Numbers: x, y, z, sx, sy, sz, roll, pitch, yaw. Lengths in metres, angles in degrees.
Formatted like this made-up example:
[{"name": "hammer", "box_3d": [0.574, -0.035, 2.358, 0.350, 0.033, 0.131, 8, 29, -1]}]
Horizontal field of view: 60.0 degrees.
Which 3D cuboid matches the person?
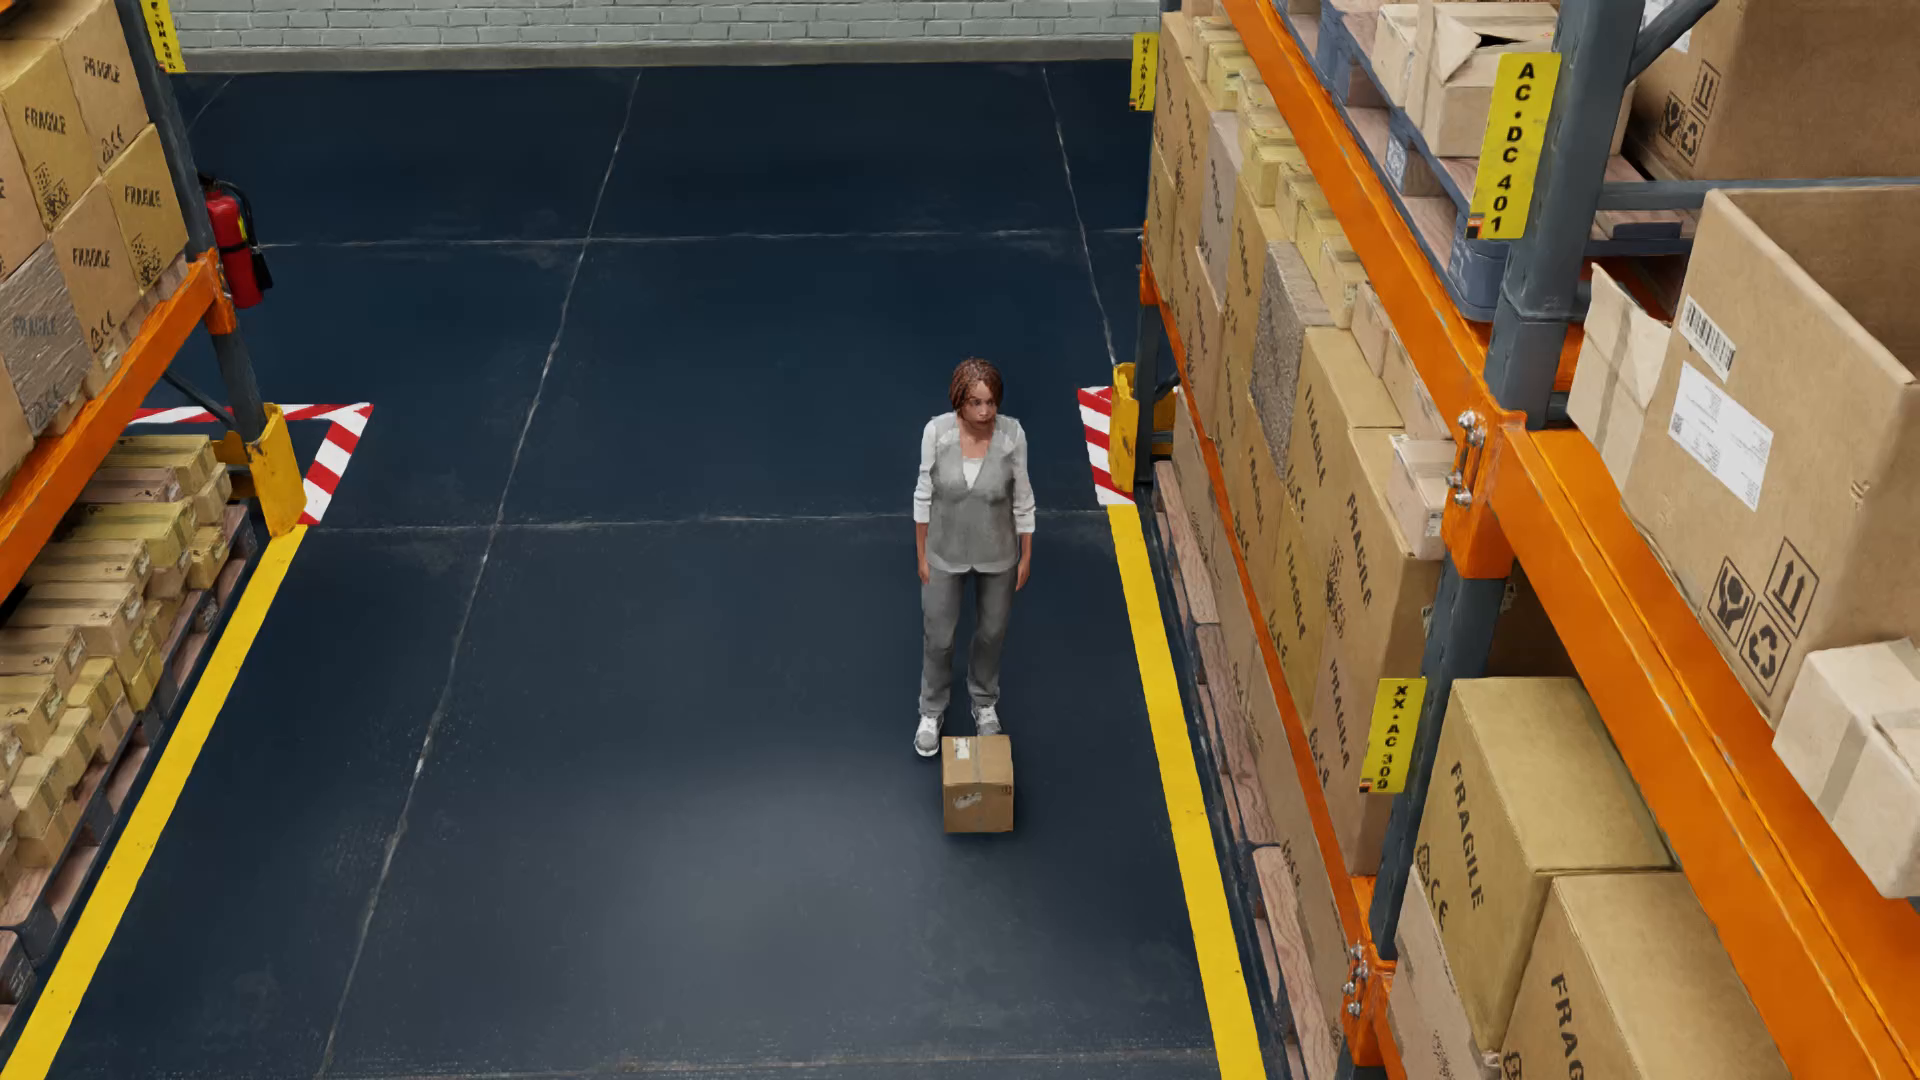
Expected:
[{"name": "person", "box_3d": [0.047, 0.081, 6.037, 0.453, 1.603, 0.367, -1, 36, -1]}]
